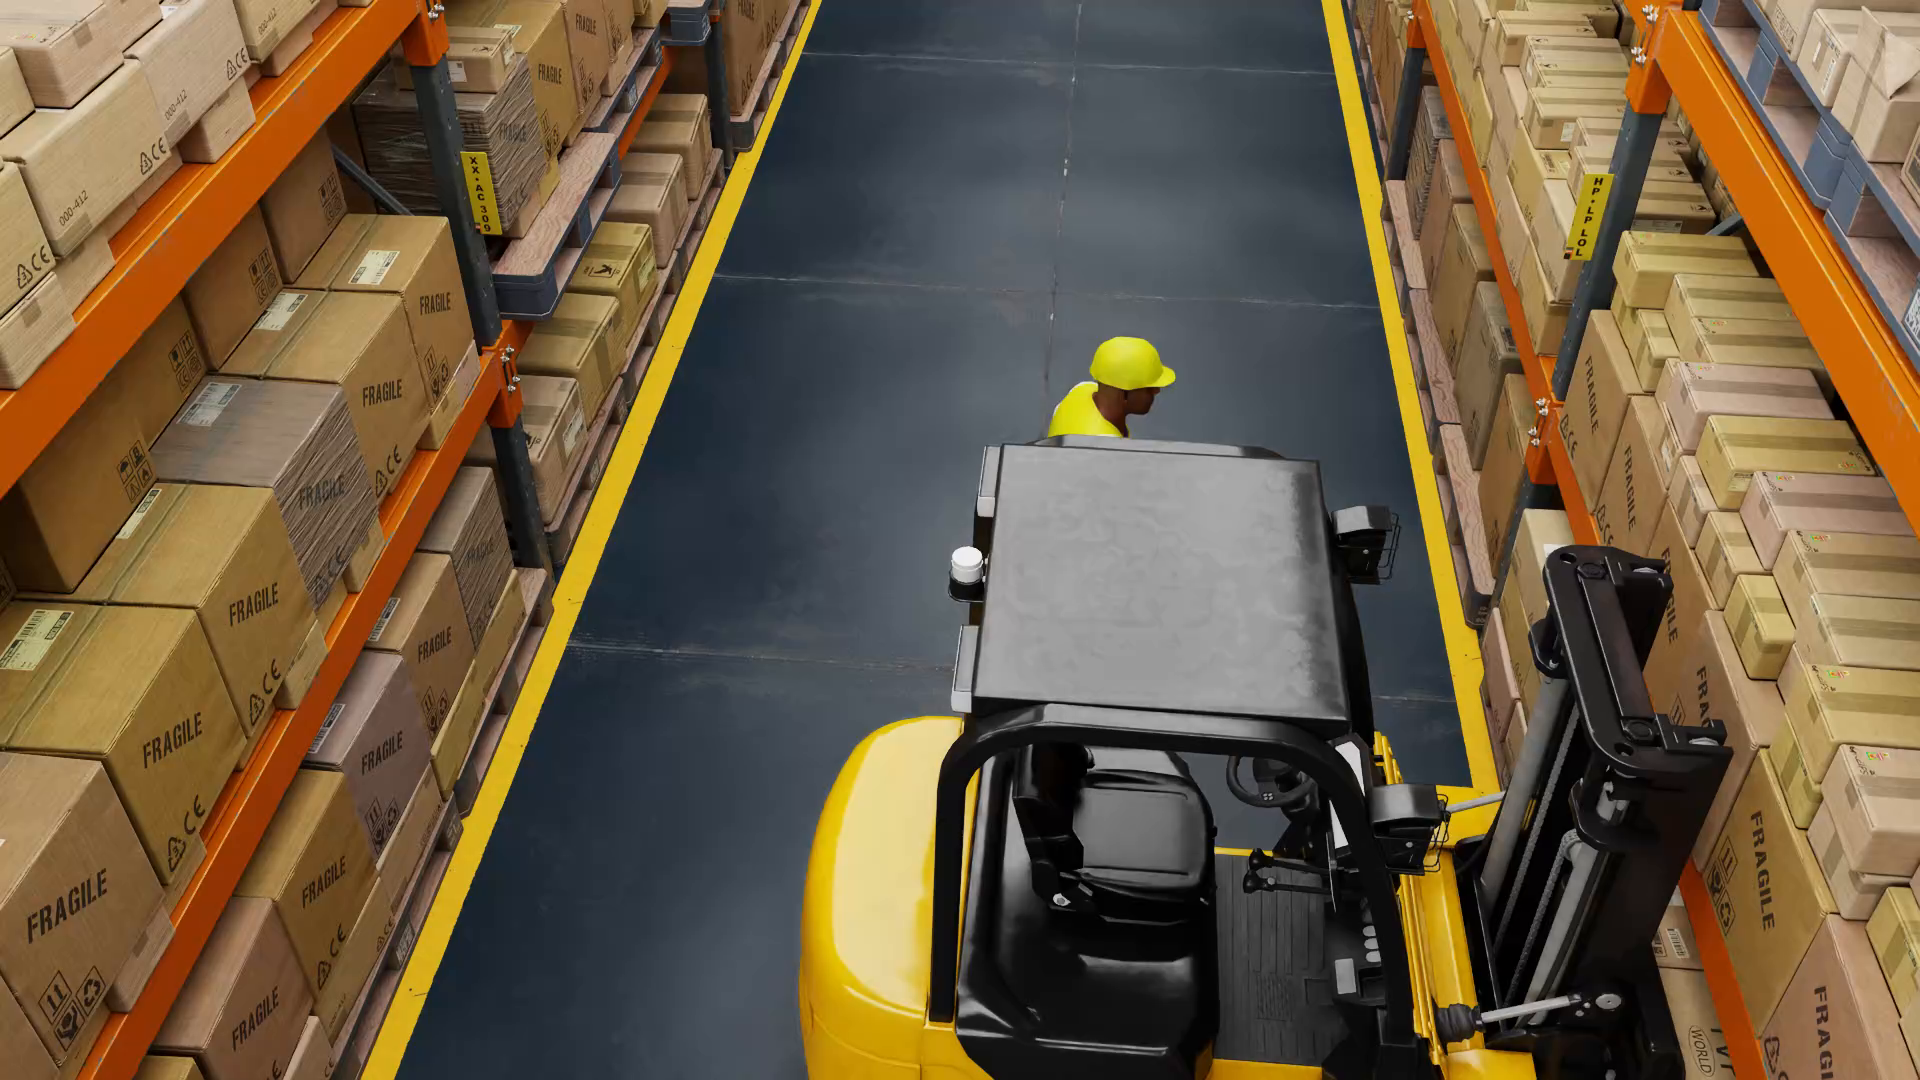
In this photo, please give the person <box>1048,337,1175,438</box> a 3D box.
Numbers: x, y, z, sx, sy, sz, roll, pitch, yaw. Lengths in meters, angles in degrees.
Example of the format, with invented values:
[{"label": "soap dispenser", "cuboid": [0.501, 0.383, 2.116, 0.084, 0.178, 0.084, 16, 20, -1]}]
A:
[{"label": "person", "cuboid": [0.504, 0.020, 6.118, 0.457, 1.760, 0.635, 1, 40, 1]}]
